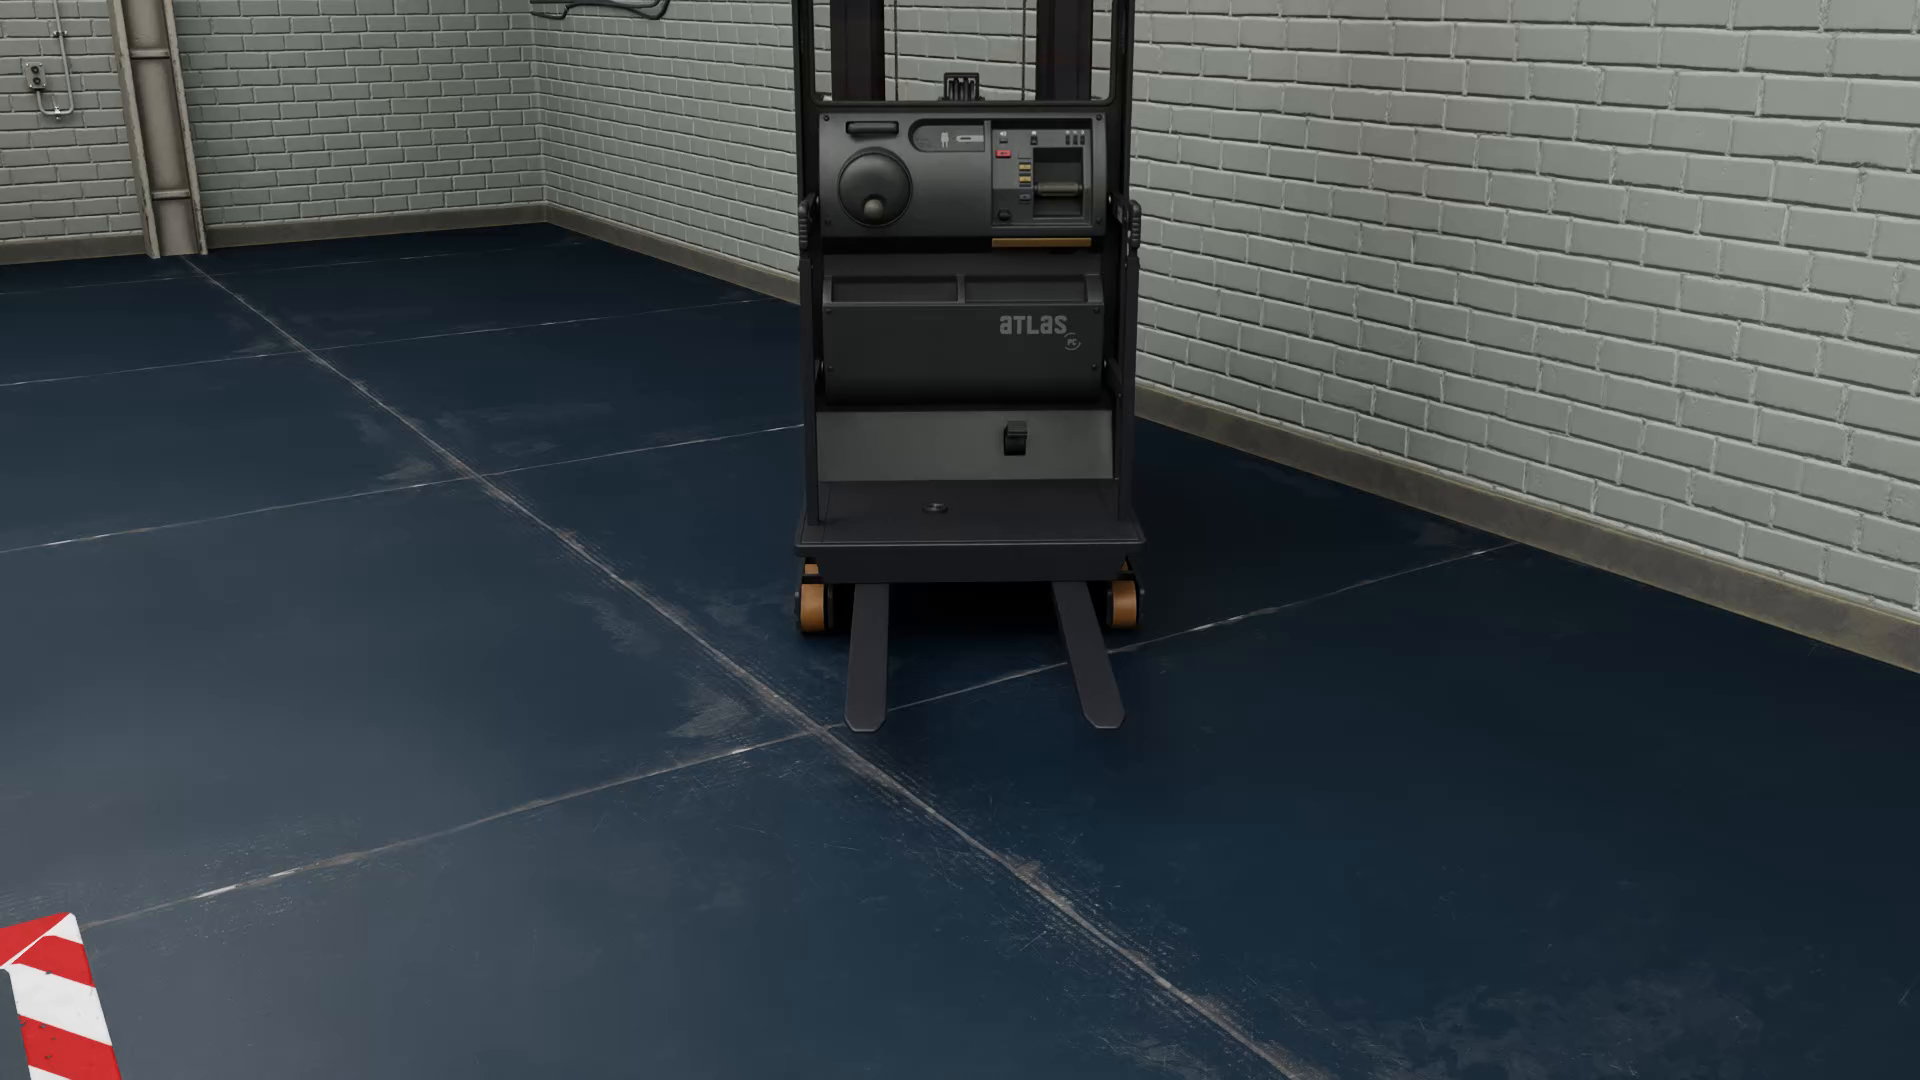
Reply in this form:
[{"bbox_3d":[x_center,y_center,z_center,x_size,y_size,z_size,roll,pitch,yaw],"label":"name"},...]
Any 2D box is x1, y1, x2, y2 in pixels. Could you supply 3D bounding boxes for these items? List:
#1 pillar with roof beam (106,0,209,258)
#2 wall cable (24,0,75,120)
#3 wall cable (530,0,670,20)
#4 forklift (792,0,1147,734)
[{"bbox_3d":[-3.624,-5.304,7.884,0.400,9.000,9.100,-12,22,-31],"label":"pillar with roof beam"},{"bbox_3d":[-7.222,-3.867,11.412,1.851,1.984,0.084,-12,22,-31],"label":"wall cable"},{"bbox_3d":[-2.851,-5.178,12.360,0.112,2.526,3.097,-12,22,-31],"label":"wall cable"},{"bbox_3d":[0.019,-1.189,5.186,1.130,2.935,3.031,-1,19,-2],"label":"forklift"}]
